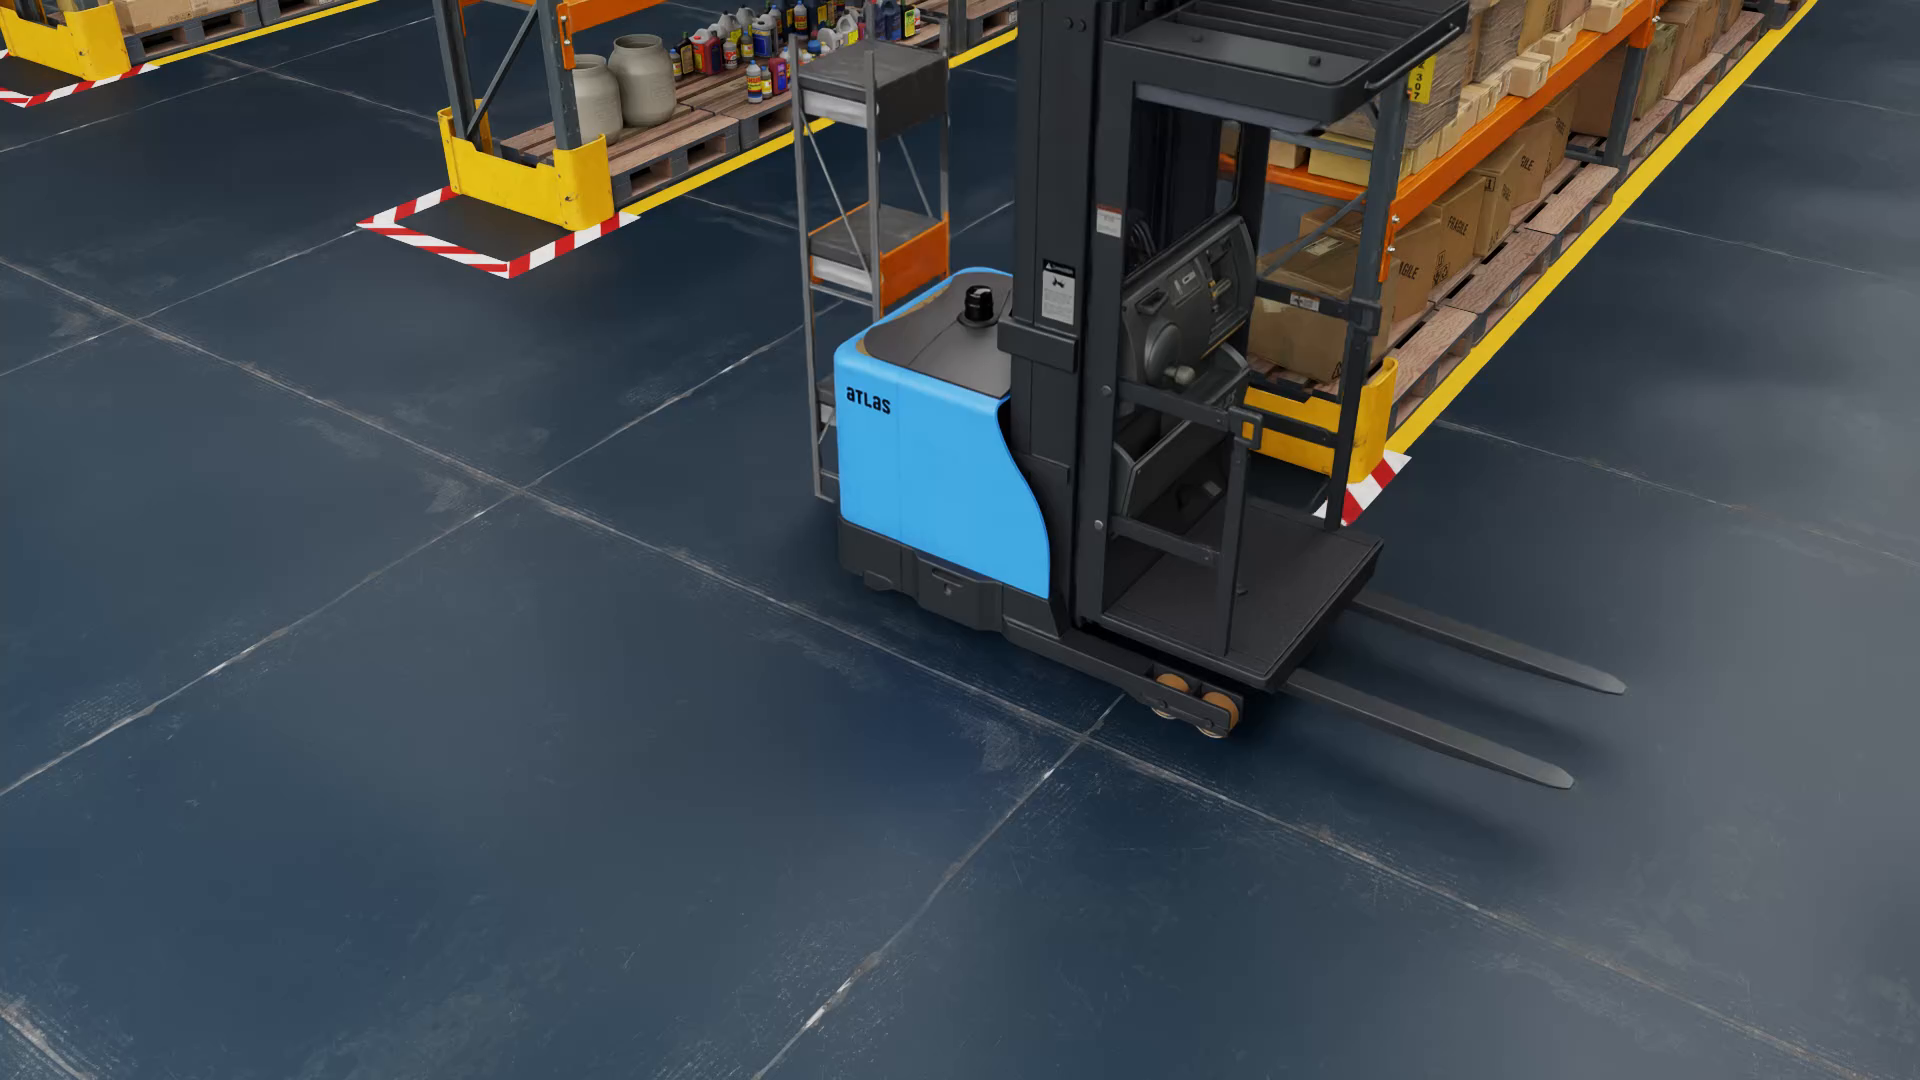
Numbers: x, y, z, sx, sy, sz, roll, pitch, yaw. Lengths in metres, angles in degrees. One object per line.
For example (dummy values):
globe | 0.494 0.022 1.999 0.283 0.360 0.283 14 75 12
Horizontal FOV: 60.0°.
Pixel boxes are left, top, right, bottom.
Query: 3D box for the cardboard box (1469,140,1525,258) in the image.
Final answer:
cardboard box | 2.804 -1.950 9.312 0.500 0.500 0.500 18 38 24

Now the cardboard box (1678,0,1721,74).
cardboard box | 4.967 -3.710 11.897 0.700 0.500 0.500 25 41 32

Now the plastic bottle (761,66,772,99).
plastic bottle | -1.326 -3.106 11.271 0.097 0.201 0.097 0 34 0

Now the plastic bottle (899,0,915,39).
plastic bottle | -0.397 -3.872 12.330 0.061 0.283 0.133 23 41 30

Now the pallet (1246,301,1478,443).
pallet | 1.930 -0.961 8.483 1.003 0.211 1.213 21 39 28

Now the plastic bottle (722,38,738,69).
plastic bottle | -1.629 -3.449 11.778 0.097 0.201 0.097 0 34 0

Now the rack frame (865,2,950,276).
rack frame | -0.213 -1.233 7.199 0.400 2.100 0.015 21 39 28

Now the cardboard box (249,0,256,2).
cardboard box | -5.686 -4.557 13.390 0.500 0.250 0.500 21 39 28

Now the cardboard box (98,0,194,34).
cardboard box | -6.253 -4.095 12.708 0.500 0.250 0.500 21 39 28

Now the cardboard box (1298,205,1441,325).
cardboard box | 2.077 -1.425 8.537 0.500 0.500 0.500 -25 41 -32

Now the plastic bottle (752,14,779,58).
plastic bottle | -1.409 -3.638 11.991 0.152 0.276 0.135 21 39 28

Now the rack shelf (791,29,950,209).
rack shelf | -0.351 -1.689 6.648 0.431 0.518 0.480 21 39 28

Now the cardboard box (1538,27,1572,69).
cardboard box | 2.927 -2.577 8.607 0.380 0.149 0.250 21 39 28

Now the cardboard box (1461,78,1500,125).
cardboard box | 2.340 -2.123 7.937 0.380 0.149 0.250 21 39 28

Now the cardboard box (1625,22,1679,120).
cardboard box | 4.330 -3.196 11.136 0.700 0.500 0.500 21 39 28

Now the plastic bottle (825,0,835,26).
plastic bottle | -1.010 -4.001 12.521 0.061 0.283 0.133 21 39 28

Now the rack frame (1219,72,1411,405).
rack frame | 1.394 -1.719 7.114 1.000 3.000 0.127 21 39 28

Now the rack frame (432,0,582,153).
rack frame | -2.674 -3.301 9.453 1.000 3.000 0.127 21 39 28

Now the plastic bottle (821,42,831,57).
plastic bottle | -0.958 -3.403 11.709 0.097 0.201 0.097 0 34 0

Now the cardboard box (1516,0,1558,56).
cardboard box | 2.532 -2.839 8.415 0.875 0.500 0.500 21 39 28

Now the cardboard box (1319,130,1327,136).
cardboard box | 1.530 -1.927 7.646 0.380 0.149 0.250 21 39 28

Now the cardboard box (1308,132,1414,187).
cardboard box | 1.753 -1.670 7.266 0.380 0.149 0.250 21 39 28

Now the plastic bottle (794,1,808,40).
plastic bottle | -1.178 -3.849 12.307 0.097 0.271 0.097 0 34 0

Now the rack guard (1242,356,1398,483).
rack guard | 1.438 -0.718 7.866 1.175 0.500 0.348 21 39 28

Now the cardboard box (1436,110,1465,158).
cardboard box | 2.066 -1.889 7.590 0.380 0.149 0.250 21 39 28

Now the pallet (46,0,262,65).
pallet | -6.340 -4.095 13.117 1.003 0.211 1.213 21 39 28

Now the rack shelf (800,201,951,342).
rack shelf | -0.351 -1.109 7.040 0.431 0.518 0.480 21 39 28

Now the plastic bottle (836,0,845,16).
plastic bottle | -0.936 -4.187 12.807 0.097 0.271 0.097 0 34 0

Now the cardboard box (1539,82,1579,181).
cardboard box | 3.414 -2.527 10.165 0.500 0.500 0.500 20 39 27

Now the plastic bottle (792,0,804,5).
plastic bottle | -1.195 -3.988 12.441 0.144 0.351 0.185 22 40 29

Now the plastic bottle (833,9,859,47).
plastic bottle | -0.818 -3.601 11.870 0.144 0.351 0.185 21 39 28

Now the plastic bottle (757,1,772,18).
plastic bottle | -1.431 -3.810 12.239 0.061 0.283 0.133 23 40 30

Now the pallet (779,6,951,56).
pallet | -0.811 -3.691 12.519 1.003 0.211 1.213 21 39 28

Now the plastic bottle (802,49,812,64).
plastic bottle | -1.076 -3.308 11.569 0.097 0.201 0.097 0 34 0

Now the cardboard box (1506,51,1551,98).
cardboard box | 2.688 -2.329 8.241 0.380 0.149 0.250 21 39 28

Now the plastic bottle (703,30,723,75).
plastic bottle | -1.733 -3.417 11.657 0.061 0.283 0.133 21 39 28

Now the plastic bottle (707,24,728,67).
plastic bottle | -1.742 -3.511 11.803 0.152 0.276 0.135 20 39 27

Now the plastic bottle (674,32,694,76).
plastic bottle | -1.936 -3.403 11.636 0.061 0.283 0.133 22 40 29

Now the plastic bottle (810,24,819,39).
plastic bottle | -1.001 -3.534 11.830 0.061 0.283 0.133 21 39 28

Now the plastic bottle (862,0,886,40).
plastic bottle | -0.634 -3.750 12.089 0.144 0.351 0.185 19 39 26

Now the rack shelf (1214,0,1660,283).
rack shelf | 2.535 -2.341 8.677 1.077 0.370 4.000 21 39 28

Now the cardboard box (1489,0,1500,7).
cardboard box | 2.223 -2.692 7.305 0.500 0.500 0.500 21 39 28

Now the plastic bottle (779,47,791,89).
plastic bottle | -1.189 -3.245 11.414 0.097 0.271 0.097 0 34 0

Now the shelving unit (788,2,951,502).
shelving unit | -0.351 -1.120 7.032 0.431 2.100 0.503 21 39 28

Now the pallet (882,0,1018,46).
pallet | 0.022 -4.360 13.509 1.003 0.211 1.213 21 39 28

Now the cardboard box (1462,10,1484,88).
cardboard box | 1.917 -2.396 7.761 0.875 0.500 0.500 21 39 28

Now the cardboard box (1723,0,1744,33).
cardboard box | 5.590 -4.233 12.670 0.700 0.500 0.500 19 38 26

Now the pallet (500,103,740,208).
pallet | -2.202 -2.568 10.859 1.003 0.211 1.213 21 39 28

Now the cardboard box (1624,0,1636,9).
cardboard box | 3.644 -3.151 9.456 0.380 0.149 0.250 21 39 28

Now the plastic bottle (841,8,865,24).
plastic bottle | -0.770 -3.755 12.163 0.152 0.276 0.135 21 39 28

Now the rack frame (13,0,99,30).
rack frame | -6.742 -4.885 11.796 1.000 3.000 0.127 21 39 28

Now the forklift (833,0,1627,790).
forklift | 0.996 -0.821 5.847 3.031 2.935 1.130 21 39 28

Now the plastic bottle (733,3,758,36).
plastic bottle | -1.545 -3.705 12.023 0.144 0.351 0.185 21 39 28

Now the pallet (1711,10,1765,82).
pallet | 5.509 -3.886 12.808 1.003 0.211 1.213 21 39 28

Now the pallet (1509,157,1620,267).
pallet | 3.321 -2.084 10.143 1.003 0.211 1.213 21 39 28

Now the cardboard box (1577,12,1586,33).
cardboard box | 3.150 -2.831 8.983 0.380 0.149 0.250 21 39 28

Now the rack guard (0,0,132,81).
rack guard | -6.755 -3.838 12.479 1.175 0.500 0.348 21 39 28

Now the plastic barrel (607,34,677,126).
plastic barrel | -2.076 -3.002 10.858 0.421 0.512 0.421 0 34 0
